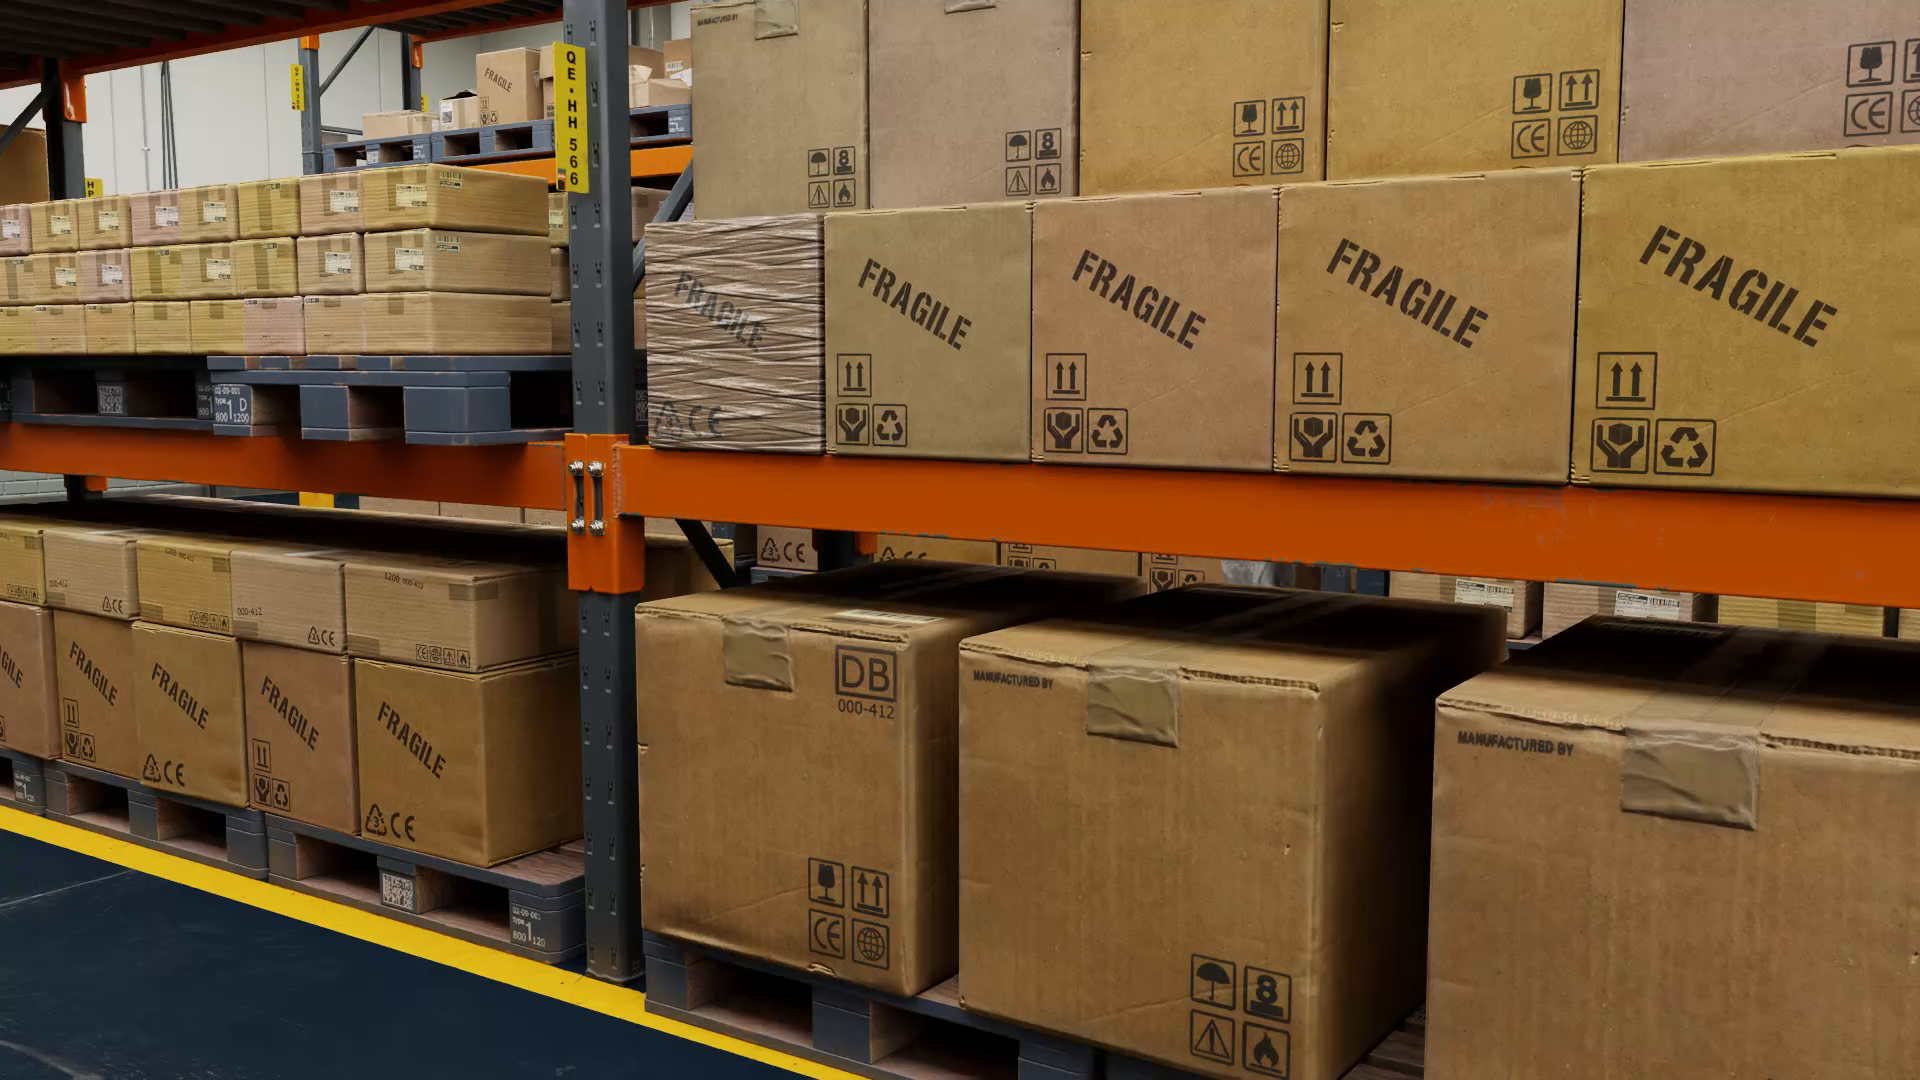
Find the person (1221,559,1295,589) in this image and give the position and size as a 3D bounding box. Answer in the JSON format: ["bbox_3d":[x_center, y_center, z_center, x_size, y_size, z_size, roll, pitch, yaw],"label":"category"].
[{"bbox_3d":[1.272,-0.101,6.569,0.587,1.778,0.491,4,7,33],"label":"person"}]
